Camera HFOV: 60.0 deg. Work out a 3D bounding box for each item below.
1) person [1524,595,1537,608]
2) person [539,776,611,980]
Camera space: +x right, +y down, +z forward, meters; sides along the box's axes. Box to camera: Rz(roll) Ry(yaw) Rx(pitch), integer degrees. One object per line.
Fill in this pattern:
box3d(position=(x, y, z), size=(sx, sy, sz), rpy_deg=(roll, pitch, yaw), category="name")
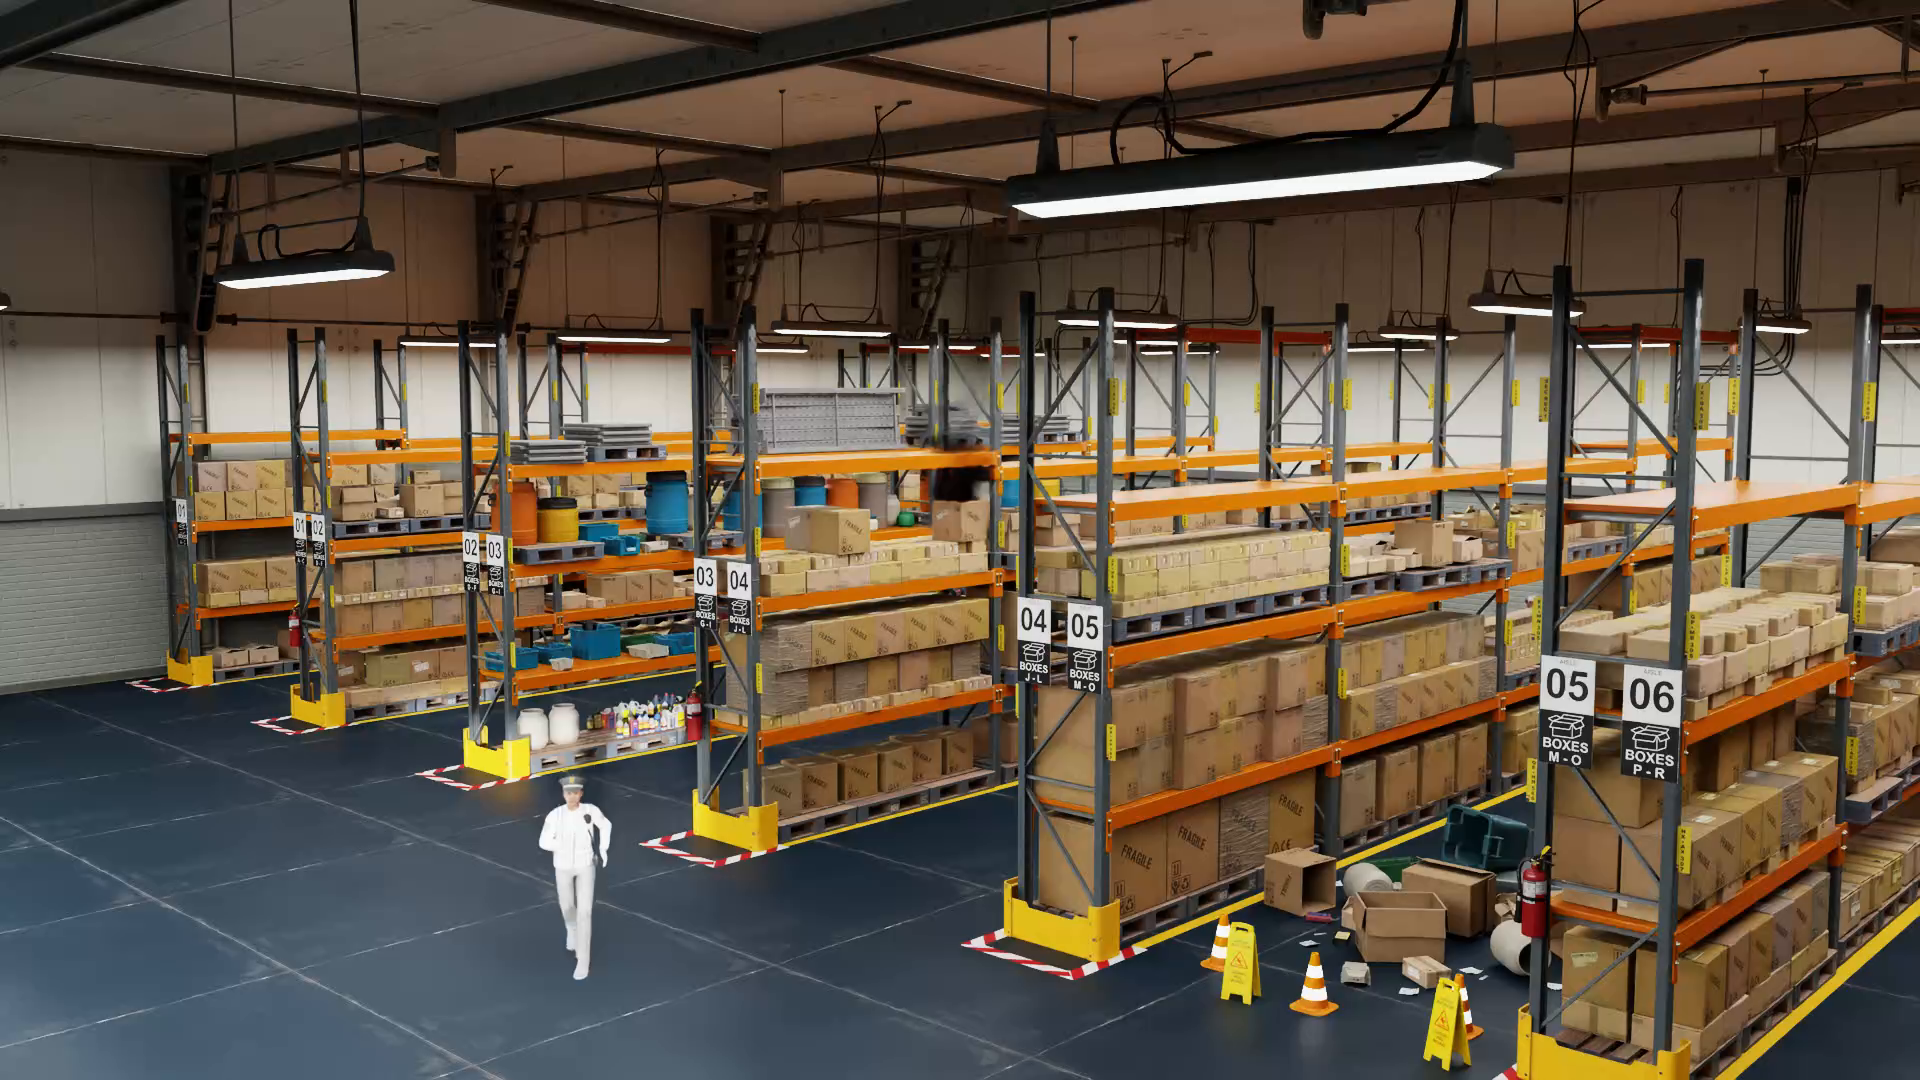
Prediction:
box3d(position=(9.249, 1.763, 26.755), size=(0.865, 1.769, 0.698), rpy_deg=(-4, 7, -38), category="person")
box3d(position=(-3.409, 2.922, 14.749), size=(0.599, 1.707, 0.892), rpy_deg=(-1, 5, -7), category="person")
